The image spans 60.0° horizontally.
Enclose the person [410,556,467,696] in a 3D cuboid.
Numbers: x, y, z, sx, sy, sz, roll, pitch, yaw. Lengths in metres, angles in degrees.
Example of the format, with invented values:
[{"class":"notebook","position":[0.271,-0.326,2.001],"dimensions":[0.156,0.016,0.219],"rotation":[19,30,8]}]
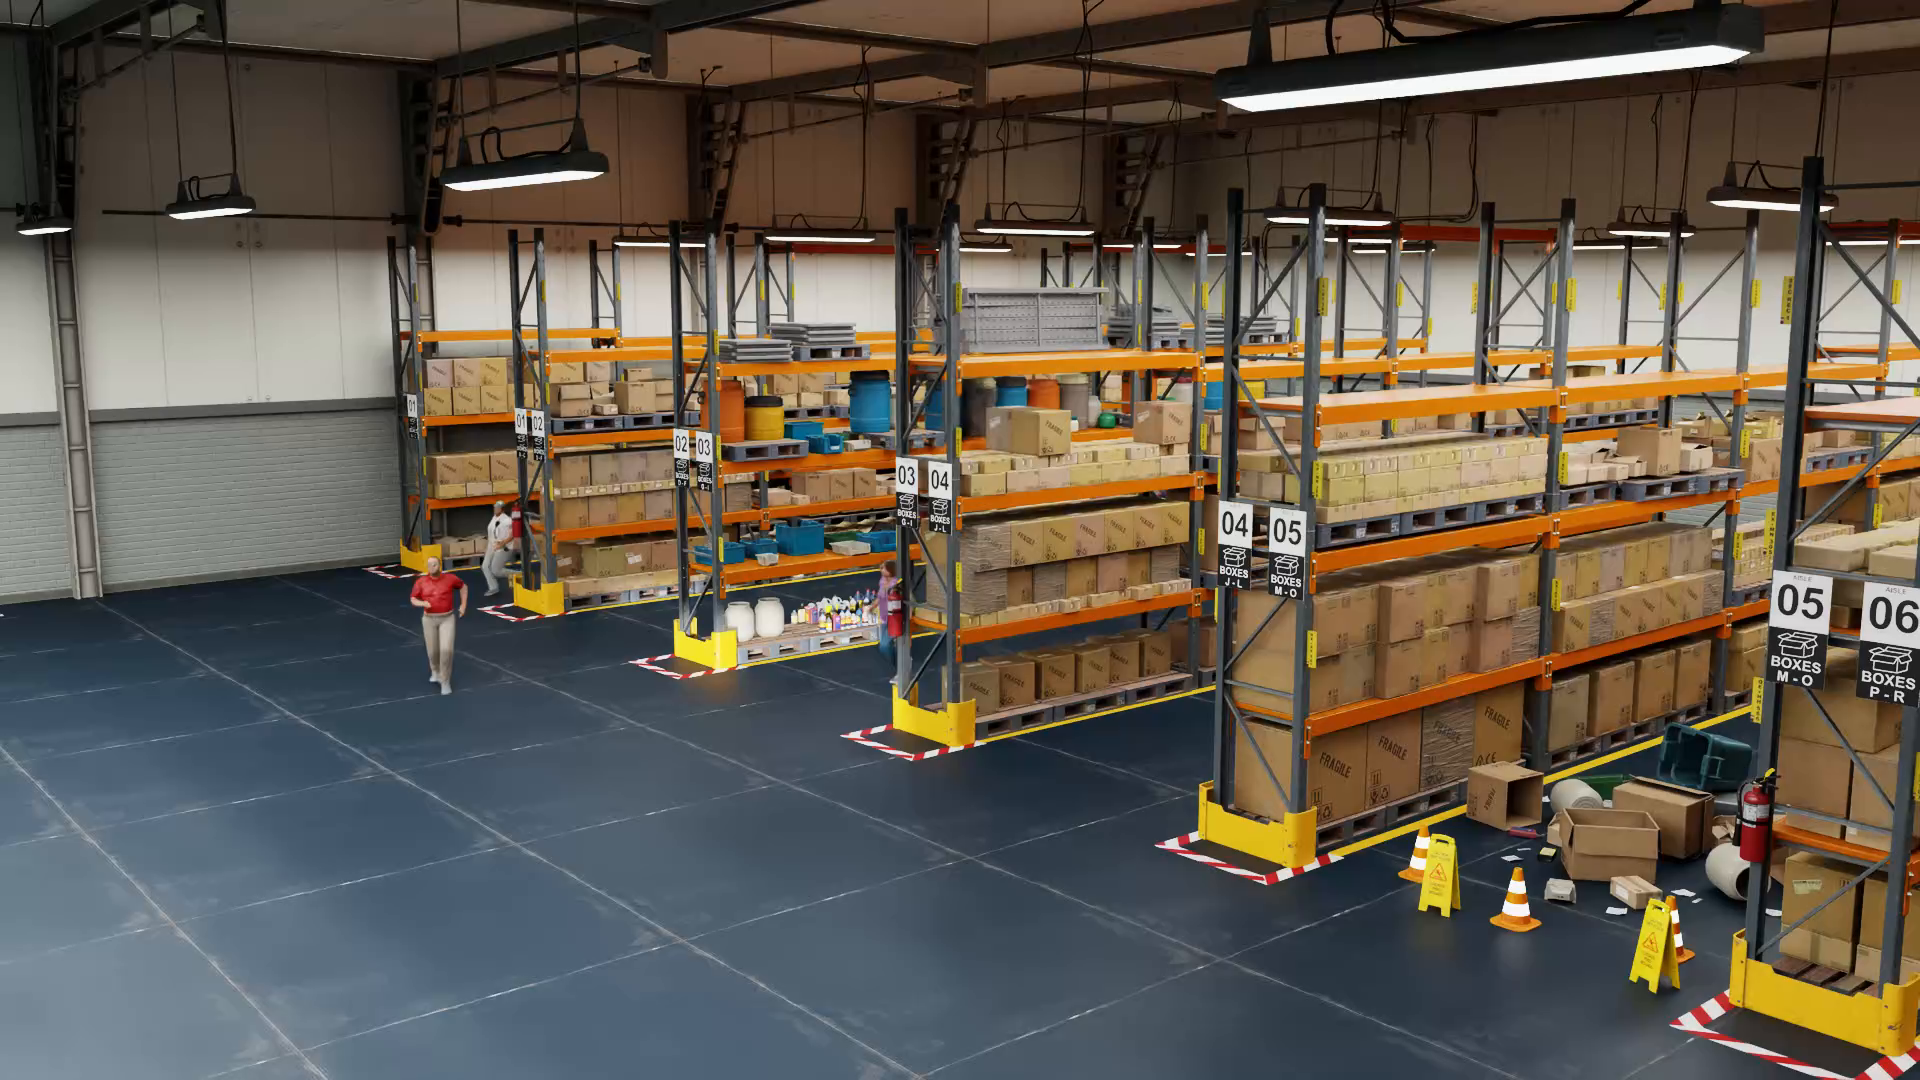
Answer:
[{"class":"person","position":[-6.668,1.084,21.293],"dimensions":[0.670,1.772,0.817],"rotation":[-2,9,-10]}]

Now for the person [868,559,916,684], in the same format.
[{"class":"person","position":[-0.852,1.004,20.315],"dimensions":[0.566,1.557,0.550],"rotation":[-8,12,-43]}]

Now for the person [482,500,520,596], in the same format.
[{"class":"person","position":[-7.633,0.138,27.737],"dimensions":[0.590,1.632,0.636],"rotation":[-8,12,-43]}]
